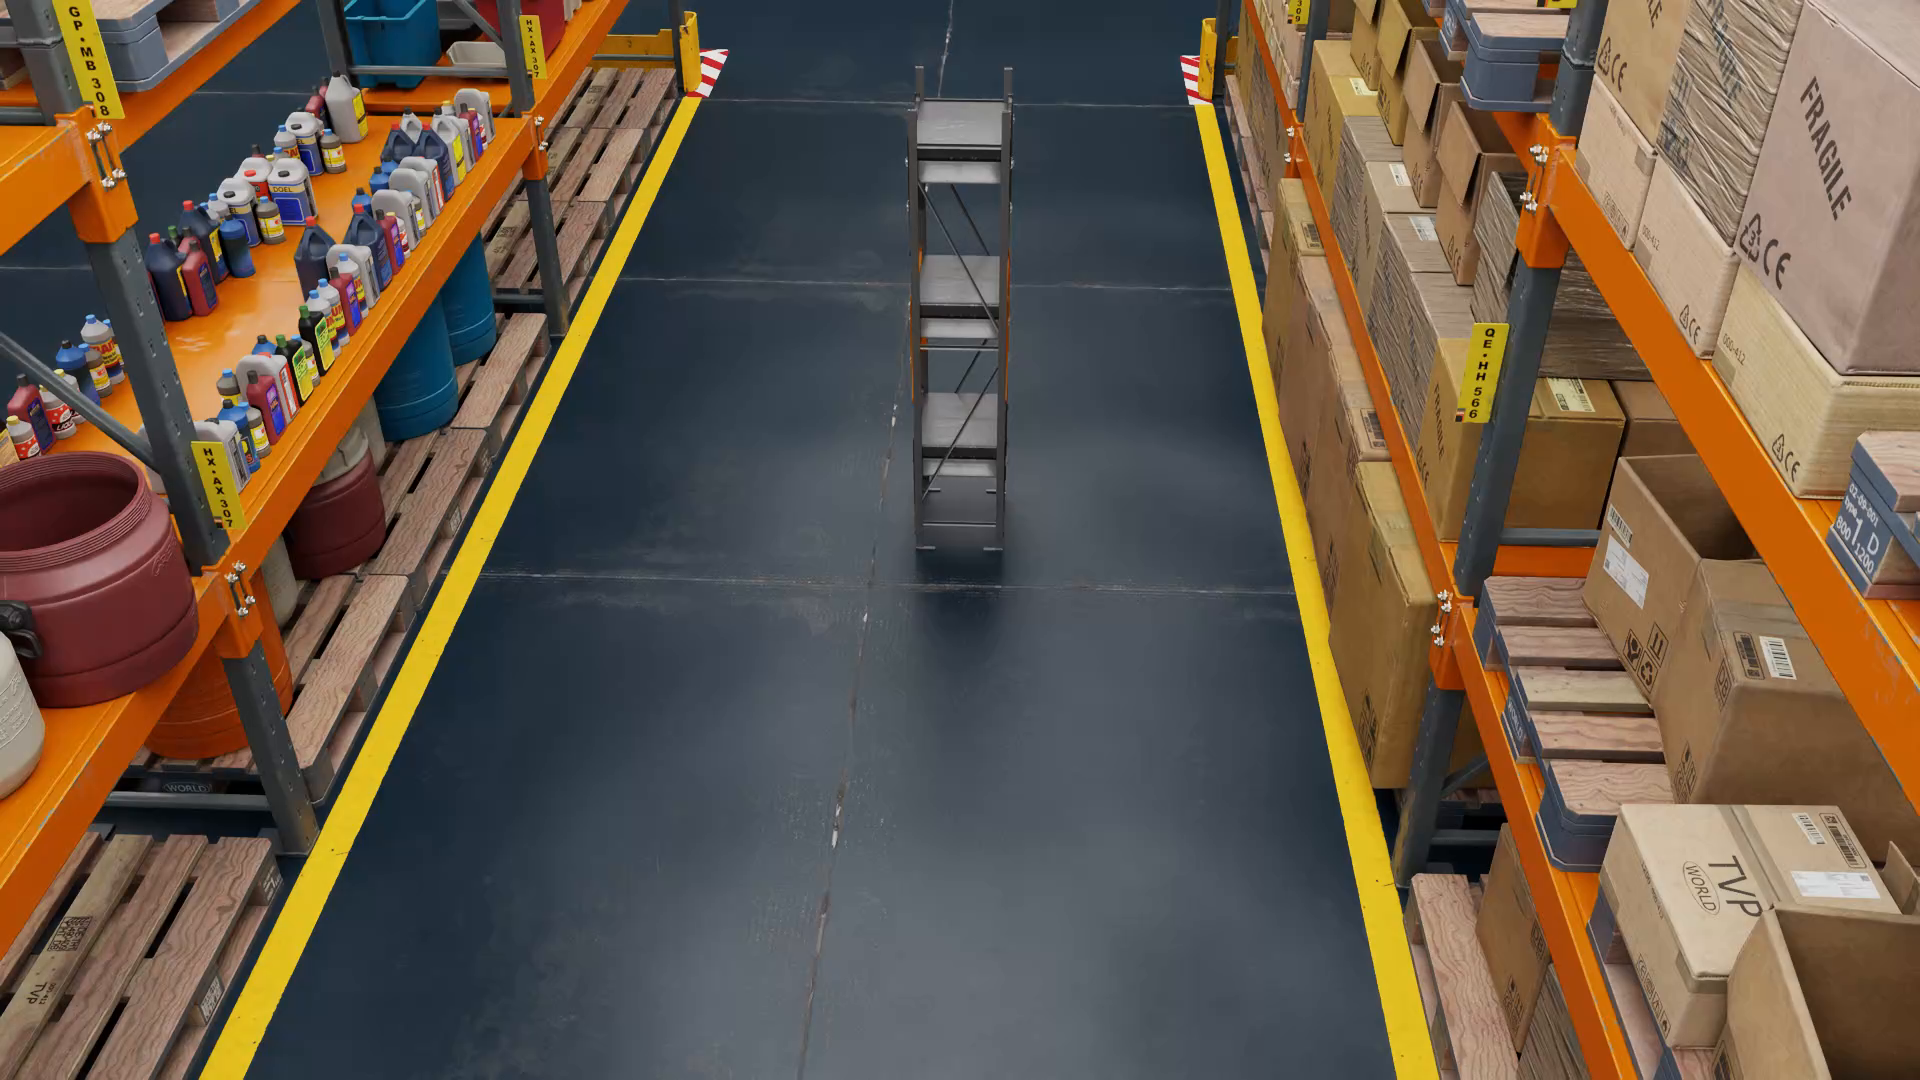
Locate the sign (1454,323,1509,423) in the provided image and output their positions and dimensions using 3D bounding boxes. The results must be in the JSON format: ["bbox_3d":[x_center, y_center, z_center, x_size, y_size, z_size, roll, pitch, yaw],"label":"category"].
[{"bbox_3d":[1.511,-0.481,4.819,0.100,0.325,0.005,1,35,2],"label":"sign"}]

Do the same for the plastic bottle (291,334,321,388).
[{"bbox_3d":[-2.487,-0.679,6.280,0.097,0.201,0.097,0,35,0],"label":"plastic bottle"}]

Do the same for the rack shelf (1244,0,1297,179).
[{"bbox_3d":[2.307,-3.149,10.248,1.077,0.370,4.000,1,35,2],"label":"rack shelf"}]

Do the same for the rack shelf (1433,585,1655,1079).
[{"bbox_3d":[1.986,1.447,3.708,1.077,0.370,4.000,1,35,2],"label":"rack shelf"}]

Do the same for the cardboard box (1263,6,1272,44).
[{"bbox_3d":[1.952,-2.966,9.580,0.380,0.149,0.250,2,35,3],"label":"cardboard box"}]

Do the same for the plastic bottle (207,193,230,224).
[{"bbox_3d":[-3.200,-1.368,7.200,0.097,0.271,0.097,0,35,0],"label":"plastic bottle"}]

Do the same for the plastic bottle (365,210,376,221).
[{"bbox_3d":[-2.508,-1.270,7.060,0.097,0.271,0.097,0,35,0],"label":"plastic bottle"}]

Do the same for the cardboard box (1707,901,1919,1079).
[{"bbox_3d":[1.883,1.090,3.136,0.797,0.503,0.637,5,35,7],"label":"cardboard box"}]

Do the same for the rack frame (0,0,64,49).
[{"bbox_3d":[-2.883,-2.565,3.574,1.000,3.000,0.127,1,35,2],"label":"rack frame"}]

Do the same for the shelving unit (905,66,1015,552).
[{"bbox_3d":[0.007,-0.954,7.282,0.431,2.100,0.503,1,35,2],"label":"shelving unit"}]

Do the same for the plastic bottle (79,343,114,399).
[{"bbox_3d":[-3.249,-0.638,6.222,0.097,0.201,0.097,0,35,0],"label":"plastic bottle"}]

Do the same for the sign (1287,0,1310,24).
[{"bbox_3d":[1.672,-2.693,8.152,0.100,0.325,0.005,1,35,2],"label":"sign"}]

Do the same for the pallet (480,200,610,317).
[{"bbox_3d":[-2.732,-1.691,9.973,1.003,0.211,1.213,1,35,2],"label":"pallet"}]

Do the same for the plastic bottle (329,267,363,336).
[{"bbox_3d":[-2.451,-0.967,6.619,0.061,0.283,0.133,1,35,2],"label":"plastic bottle"}]

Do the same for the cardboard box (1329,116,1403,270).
[{"bbox_3d":[1.919,-1.501,7.190,0.500,0.500,0.500,1,35,1],"label":"cardboard box"}]

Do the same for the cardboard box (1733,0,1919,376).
[{"bbox_3d":[1.753,-0.625,2.900,0.500,0.500,0.500,0,35,1],"label":"cardboard box"}]

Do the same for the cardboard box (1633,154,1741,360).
[{"bbox_3d":[1.772,-0.603,3.521,0.500,0.250,0.500,2,35,3],"label":"cardboard box"}]

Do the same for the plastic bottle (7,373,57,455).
[{"bbox_3d":[-3.284,-0.438,5.866,0.061,0.283,0.133,1,35,2],"label":"plastic bottle"}]

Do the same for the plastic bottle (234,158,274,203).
[{"bbox_3d":[-3.159,-1.569,7.482,0.152,0.276,0.135,1,35,2],"label":"plastic bottle"}]

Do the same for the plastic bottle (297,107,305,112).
[{"bbox_3d":[-3.159,-1.956,8.037,0.097,0.271,0.097,0,35,0],"label":"plastic bottle"}]

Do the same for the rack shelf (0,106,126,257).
[{"bbox_3d":[-2.963,0.105,3.008,1.077,0.370,4.000,1,35,2],"label":"rack shelf"}]

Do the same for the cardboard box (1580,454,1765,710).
[{"bbox_3d":[2.084,0.102,4.544,0.500,0.500,0.500,-3,35,-4],"label":"cardboard box"}]

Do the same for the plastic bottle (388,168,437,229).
[{"bbox_3d":[-2.456,-1.547,7.451,0.152,0.276,0.135,1,35,2],"label":"plastic bottle"}]

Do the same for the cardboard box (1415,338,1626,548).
[{"bbox_3d":[1.838,-0.327,5.519,0.500,0.500,0.500,2,35,3],"label":"cardboard box"}]

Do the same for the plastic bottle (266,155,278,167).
[{"bbox_3d":[-3.176,-1.682,7.708,0.097,0.201,0.097,0,35,0],"label":"plastic bottle"}]

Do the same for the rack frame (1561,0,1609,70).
[{"bbox_3d":[2.066,-2.451,3.411,1.000,3.000,0.127,1,35,2],"label":"rack frame"}]

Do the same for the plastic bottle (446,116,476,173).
[{"bbox_3d":[-2.430,-1.914,7.973,0.152,0.276,0.135,1,35,2],"label":"plastic bottle"}]

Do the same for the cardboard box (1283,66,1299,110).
[{"bbox_3d":[1.912,-2.375,8.738,0.380,0.149,0.250,2,35,2],"label":"cardboard box"}]

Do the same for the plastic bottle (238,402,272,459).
[{"bbox_3d":[-2.507,-0.393,5.873,0.097,0.201,0.097,0,35,0],"label":"plastic bottle"}]

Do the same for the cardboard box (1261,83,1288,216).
[{"bbox_3d":[2.369,-2.492,10.169,0.875,0.875,0.875,1,35,2],"label":"cardboard box"}]

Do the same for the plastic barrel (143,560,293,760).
[{"bbox_3d":[-2.880,0.324,6.203,0.600,0.830,0.708,1,35,2],"label":"plastic barrel"}]

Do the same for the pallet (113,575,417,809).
[{"bbox_3d":[-2.893,0.576,6.747,1.003,0.211,1.213,1,35,2],"label":"pallet"}]

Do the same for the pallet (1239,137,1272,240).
[{"bbox_3d":[2.382,-2.292,10.827,1.003,0.211,1.213,1,35,2],"label":"pallet"}]

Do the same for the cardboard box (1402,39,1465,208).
[{"bbox_3d":[2.161,-1.627,6.497,0.797,0.503,0.637,2,35,3],"label":"cardboard box"}]

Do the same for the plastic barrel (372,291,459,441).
[{"bbox_3d":[-2.790,-1.003,8.029,0.600,0.901,0.708,1,35,2],"label":"plastic barrel"}]

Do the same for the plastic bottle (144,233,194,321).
[{"bbox_3d":[-3.199,-1.080,6.721,0.144,0.351,0.185,1,35,2],"label":"plastic bottle"}]

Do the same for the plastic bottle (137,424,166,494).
[{"bbox_3d":[-2.695,-0.305,5.683,0.152,0.276,0.135,1,35,2],"label":"plastic bottle"}]

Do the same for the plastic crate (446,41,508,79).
[{"bbox_3d":[-2.561,-2.590,9.003,0.396,0.136,0.243,1,35,2],"label":"plastic crate"}]

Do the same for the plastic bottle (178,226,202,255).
[{"bbox_3d":[-3.174,-1.143,6.870,0.061,0.283,0.133,1,35,2],"label":"plastic bottle"}]

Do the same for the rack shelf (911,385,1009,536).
[{"bbox_3d":[0.007,-0.370,7.692,0.431,0.518,0.480,1,35,2],"label":"rack shelf"}]

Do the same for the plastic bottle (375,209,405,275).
[{"bbox_3d":[-2.429,-1.283,7.069,0.061,0.283,0.133,1,35,2],"label":"plastic bottle"}]

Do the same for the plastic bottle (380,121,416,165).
[{"bbox_3d":[-2.584,-1.750,7.675,0.144,0.351,0.185,1,35,2],"label":"plastic bottle"}]

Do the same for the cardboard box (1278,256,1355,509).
[{"bbox_3d":[2.186,-0.716,7.642,1.225,0.875,0.875,0,35,0],"label":"cardboard box"}]

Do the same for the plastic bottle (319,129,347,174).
[{"bbox_3d":[-3.011,-1.868,7.972,0.097,0.201,0.097,0,35,0],"label":"plastic bottle"}]

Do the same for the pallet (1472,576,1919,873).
[{"bbox_3d":[2.144,0.494,4.605,1.213,0.211,1.003,1,35,2],"label":"pallet"}]
